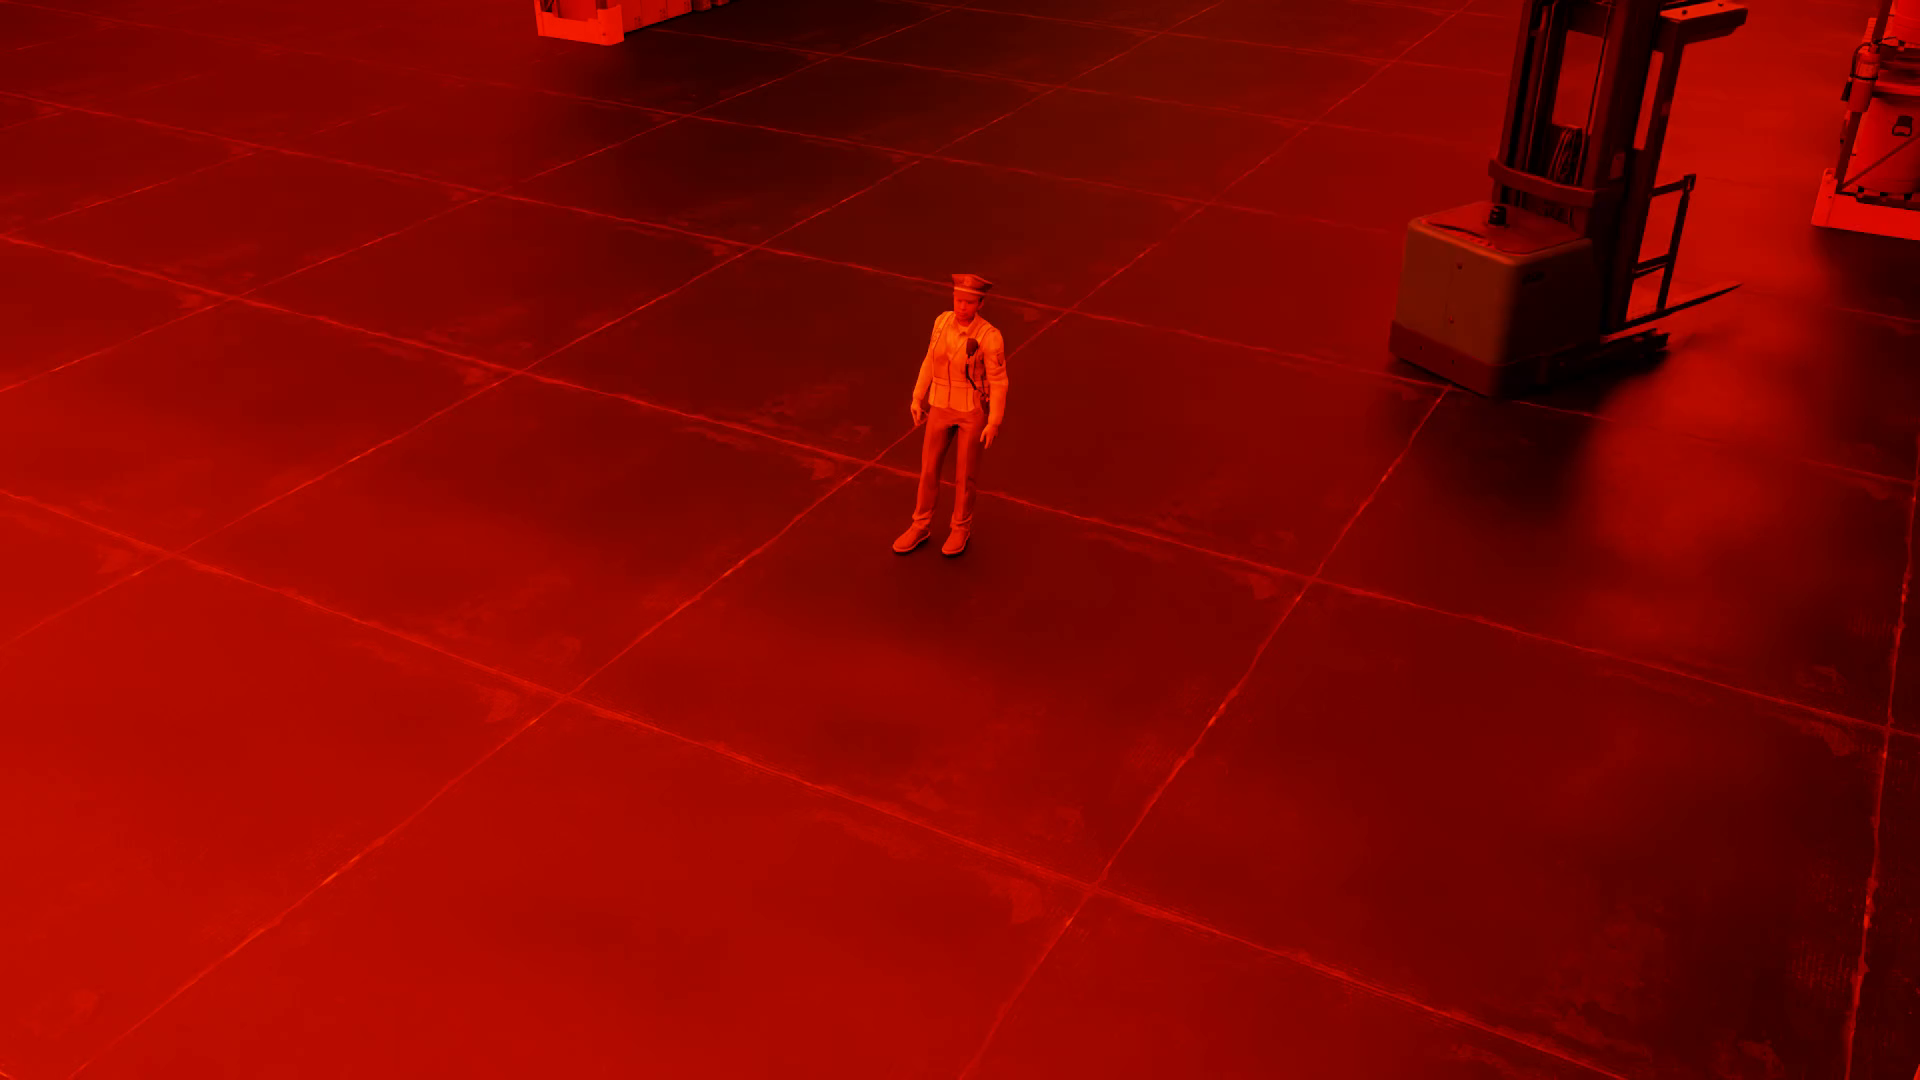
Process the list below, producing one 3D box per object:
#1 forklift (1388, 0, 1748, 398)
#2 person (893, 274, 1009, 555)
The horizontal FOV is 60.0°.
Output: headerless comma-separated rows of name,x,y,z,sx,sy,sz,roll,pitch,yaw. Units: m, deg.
forklift,4.678,-2.814,11.947,3.031,2.935,1.130,-18,35,-28
person,-0.040,-0.712,9.526,0.586,1.694,0.530,15,33,25
